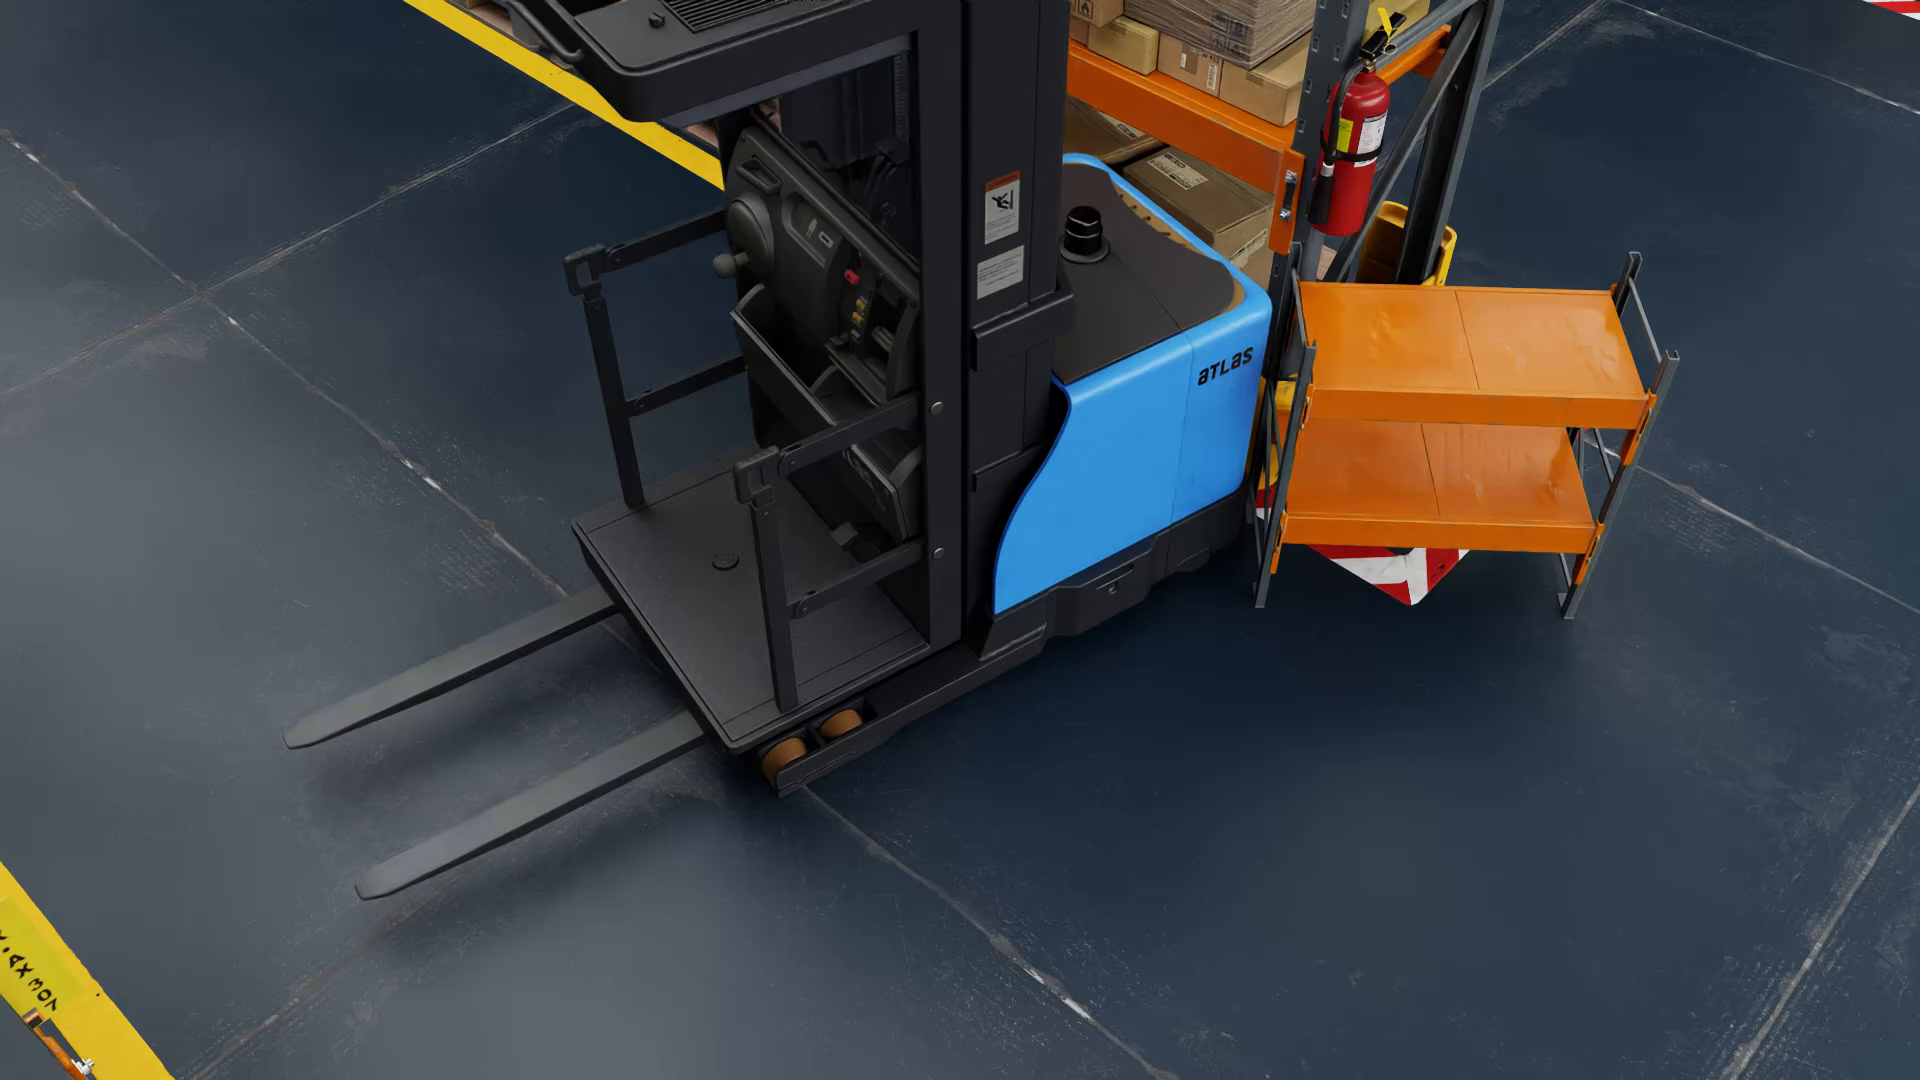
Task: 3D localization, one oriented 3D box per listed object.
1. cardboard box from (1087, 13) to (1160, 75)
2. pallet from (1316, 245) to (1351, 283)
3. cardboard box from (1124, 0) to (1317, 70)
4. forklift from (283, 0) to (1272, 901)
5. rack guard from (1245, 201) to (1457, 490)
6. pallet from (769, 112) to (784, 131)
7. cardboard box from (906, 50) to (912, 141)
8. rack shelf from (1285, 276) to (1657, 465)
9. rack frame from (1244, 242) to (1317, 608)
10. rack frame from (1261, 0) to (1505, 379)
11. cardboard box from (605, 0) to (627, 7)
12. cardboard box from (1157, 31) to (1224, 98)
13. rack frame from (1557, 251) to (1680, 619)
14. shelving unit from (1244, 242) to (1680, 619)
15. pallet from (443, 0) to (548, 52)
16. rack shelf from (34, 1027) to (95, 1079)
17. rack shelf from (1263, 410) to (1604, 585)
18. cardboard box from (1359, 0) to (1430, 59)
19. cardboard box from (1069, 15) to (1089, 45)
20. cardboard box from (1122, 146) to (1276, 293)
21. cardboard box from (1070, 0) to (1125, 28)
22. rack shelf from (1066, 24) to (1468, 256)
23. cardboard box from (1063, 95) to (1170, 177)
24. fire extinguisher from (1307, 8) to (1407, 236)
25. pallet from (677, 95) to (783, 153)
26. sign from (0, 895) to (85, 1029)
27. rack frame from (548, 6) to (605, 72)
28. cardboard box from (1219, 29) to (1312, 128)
[{"bbox_3d":[0.636,-1.709,5.470,0.250,0.149,0.380,34,55,28],"label":"cardboard box"},{"bbox_3d":[0.758,-1.049,6.590,1.213,0.211,1.003,34,55,28],"label":"pallet"},{"bbox_3d":[1.002,-1.968,5.267,0.500,0.500,0.875,34,55,28],"label":"cardboard box"},{"bbox_3d":[-0.555,-0.685,4.383,3.031,2.935,1.130,-26,52,-22],"label":"forklift"},{"bbox_3d":[1.331,-0.727,6.090,0.348,0.500,1.175,34,55,28],"label":"rack guard"},{"bbox_3d":[-0.134,-1.652,7.156,1.213,0.211,1.003,34,55,28],"label":"pallet"},{"bbox_3d":[0.030,-1.748,6.760,0.500,0.500,0.500,-33,55,-27],"label":"cardboard box"},{"bbox_3d":[1.517,-0.523,5.068,1.000,0.278,0.538,2,47,2],"label":"rack shelf"},{"bbox_3d":[1.010,-0.340,5.298,0.032,1.125,0.500,2,47,2],"label":"rack frame"},{"bbox_3d":[1.387,-1.545,5.143,0.127,3.000,1.000,34,55,28],"label":"rack frame"},{"bbox_3d":[-1.285,-2.592,7.552,0.500,0.500,0.500,32,55,27],"label":"cardboard box"},{"bbox_3d":[0.854,-1.613,5.380,0.250,0.149,0.380,34,55,28],"label":"cardboard box"},{"bbox_3d":[2.025,-0.305,5.264,0.032,1.125,0.500,2,47,2],"label":"rack frame"},{"bbox_3d":[1.517,-0.322,5.281,1.048,1.125,0.538,2,47,2],"label":"shelving unit"},{"bbox_3d":[-2.125,-2.952,8.377,1.213,0.211,1.003,34,55,28],"label":"pallet"},{"bbox_3d":[-3.442,0.366,3.843,4.000,0.370,1.077,34,55,28],"label":"rack shelf"},{"bbox_3d":[1.517,-0.155,5.459,1.000,0.278,0.538,2,47,2],"label":"rack shelf"},{"bbox_3d":[1.339,-1.728,5.487,0.250,0.149,0.380,34,55,28],"label":"cardboard box"},{"bbox_3d":[0.463,-1.841,5.594,0.250,0.149,0.380,34,55,28],"label":"cardboard box"},{"bbox_3d":[0.940,-1.151,6.200,0.500,0.500,0.500,-28,53,-24],"label":"cardboard box"},{"bbox_3d":[0.553,-2.151,5.439,0.500,0.500,0.875,34,55,28],"label":"cardboard box"},{"bbox_3d":[-0.083,-2.288,6.334,4.000,0.370,1.077,34,55,28],"label":"rack shelf"},{"bbox_3d":[0.477,-1.428,6.460,0.500,0.500,0.500,-25,52,-21],"label":"cardboard box"},{"bbox_3d":[1.159,-1.215,4.886,0.183,0.674,0.296,34,55,28],"label":"fire extinguisher"},{"bbox_3d":[-1.035,-2.255,7.723,1.213,0.211,1.003,34,55,28],"label":"pallet"},{"bbox_3d":[-1.596,0.721,2.826,0.005,0.325,0.100,34,55,28],"label":"sign"},{"bbox_3d":[-1.552,-3.523,7.000,0.127,3.000,1.000,34,55,28],"label":"rack frame"},{"bbox_3d":[1.038,-1.489,5.263,0.250,0.149,0.380,34,55,28],"label":"cardboard box"}]
